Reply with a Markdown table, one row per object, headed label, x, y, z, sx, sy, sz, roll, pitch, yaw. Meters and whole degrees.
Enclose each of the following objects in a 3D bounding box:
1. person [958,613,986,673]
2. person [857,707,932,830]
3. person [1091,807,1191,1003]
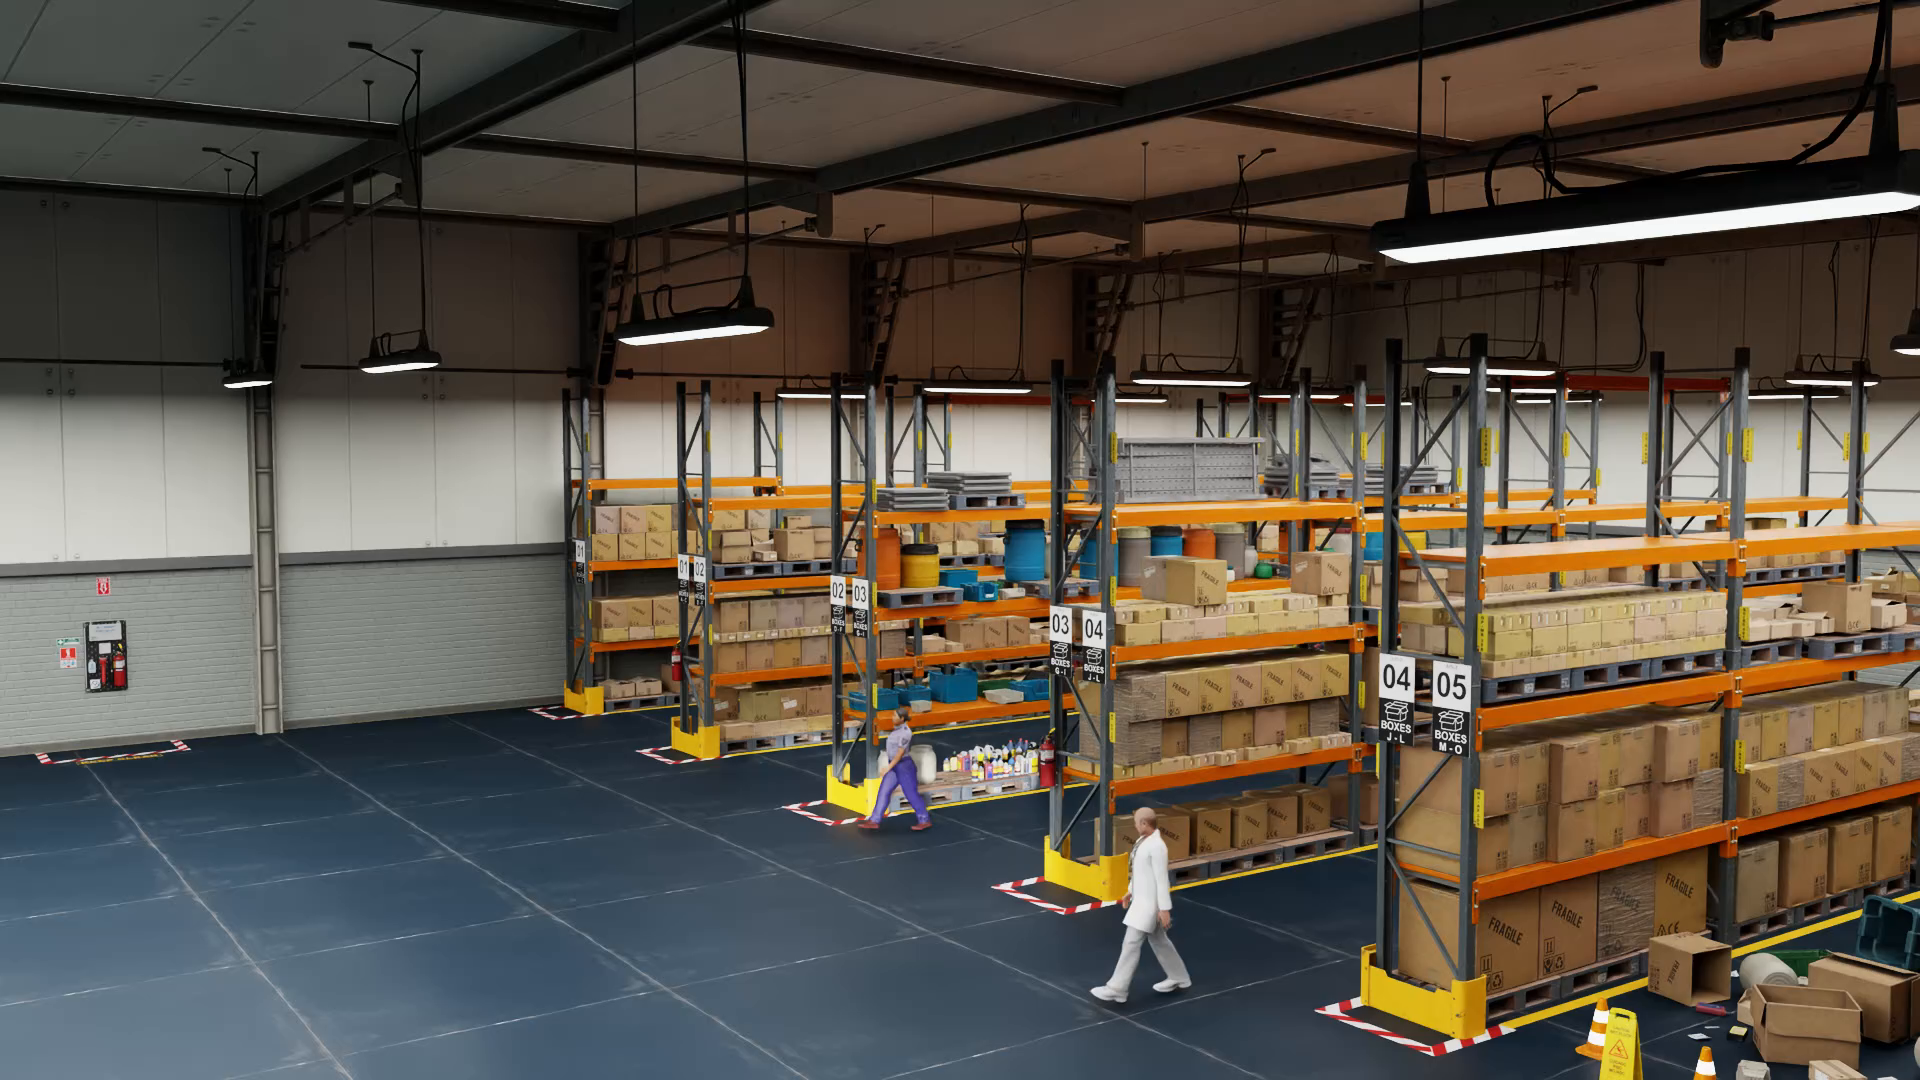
| label | x | y | z | sx | sy | sz | roll | pitch | yaw |
| --- | --- | --- | --- | --- | --- | --- | --- | --- | --- |
| person | 0.184 | 2.219 | 32.274 | 1.084 | 1.703 | 0.622 | -2 | 4 | -34 |
| person | -0.846 | 2.962 | 21.537 | 0.963 | 1.598 | 0.493 | -2 | 4 | -22 |
| person | 1.662 | 3.407 | 15.242 | 0.984 | 1.553 | 0.648 | 0 | 4 | -3 |
